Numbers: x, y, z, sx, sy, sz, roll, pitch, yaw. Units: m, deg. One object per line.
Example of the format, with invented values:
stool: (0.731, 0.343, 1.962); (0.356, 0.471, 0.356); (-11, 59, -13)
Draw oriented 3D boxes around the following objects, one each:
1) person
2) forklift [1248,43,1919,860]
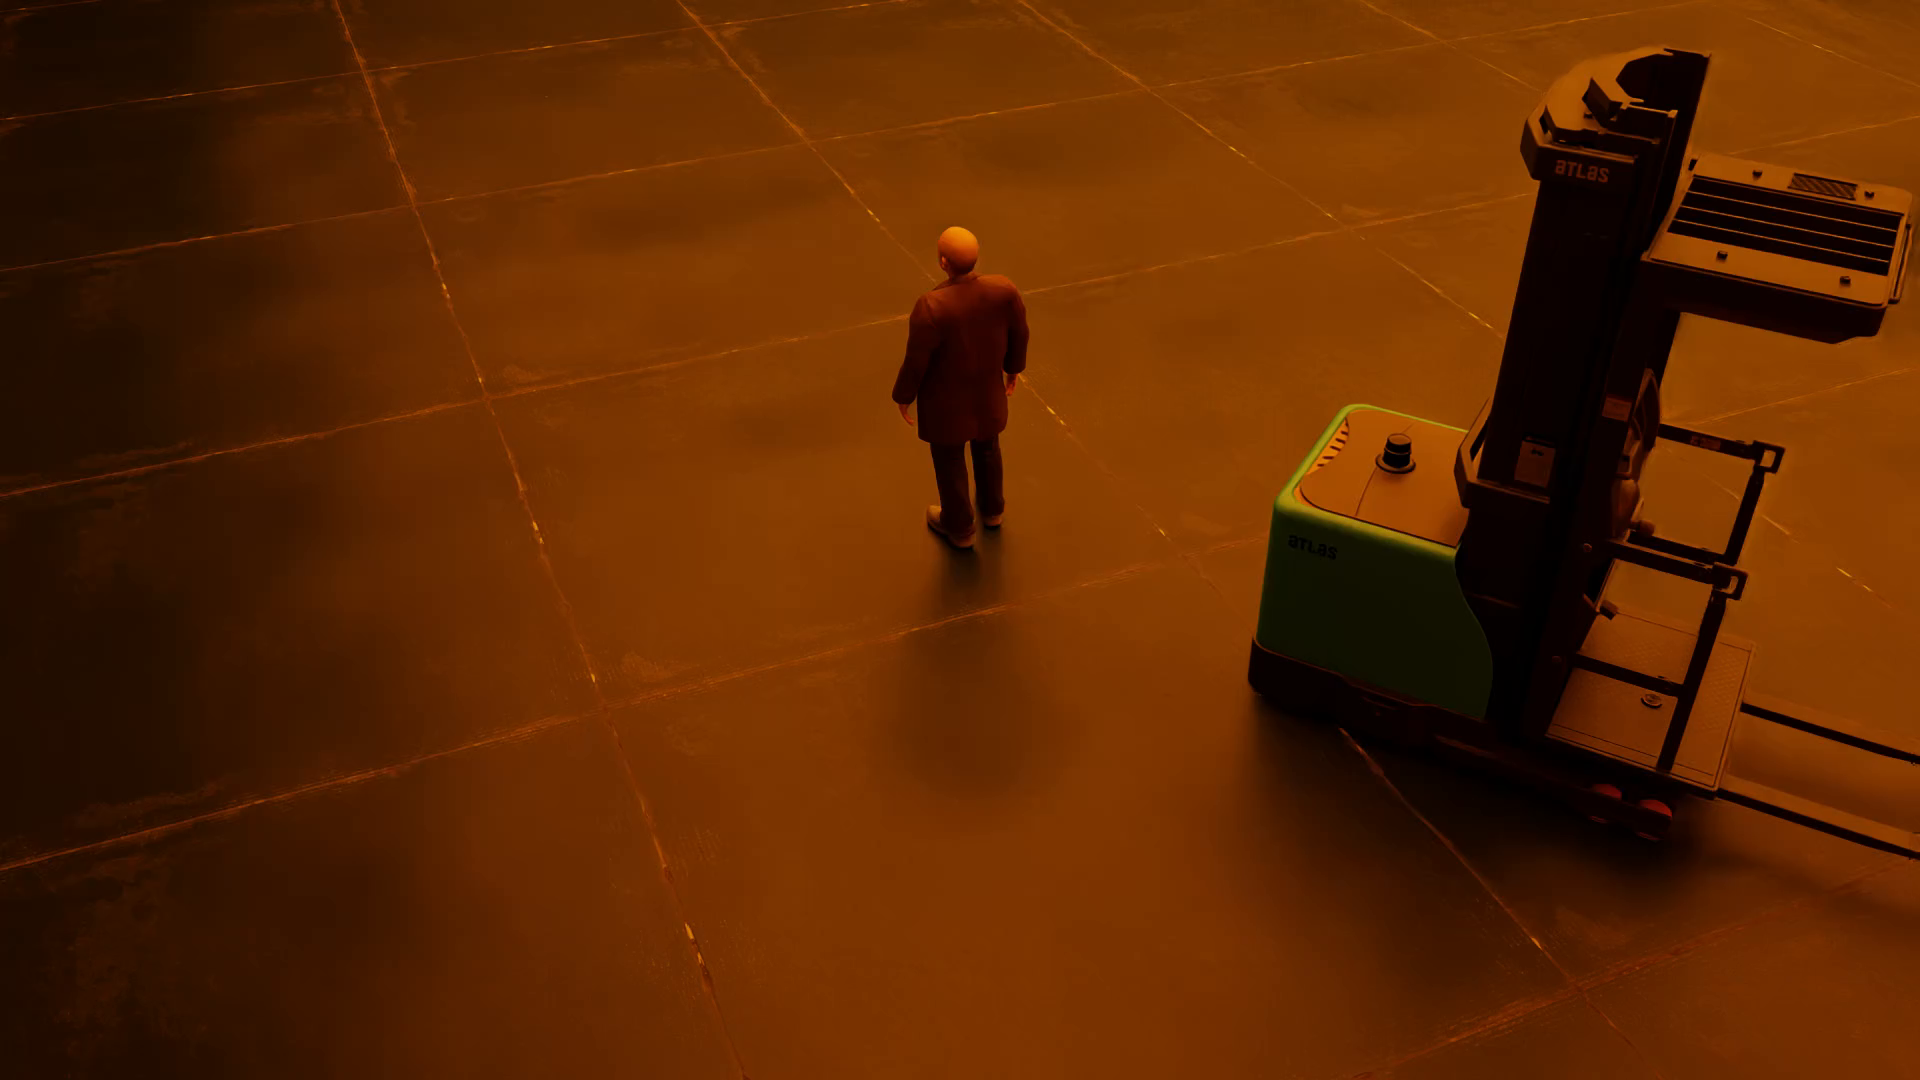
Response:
person: (-0.031, -0.780, 8.178); (0.694, 1.776, 0.582); (-14, 38, -19)
forklift: (2.856, -0.309, 6.534); (3.031, 2.935, 1.130); (18, 39, 23)
